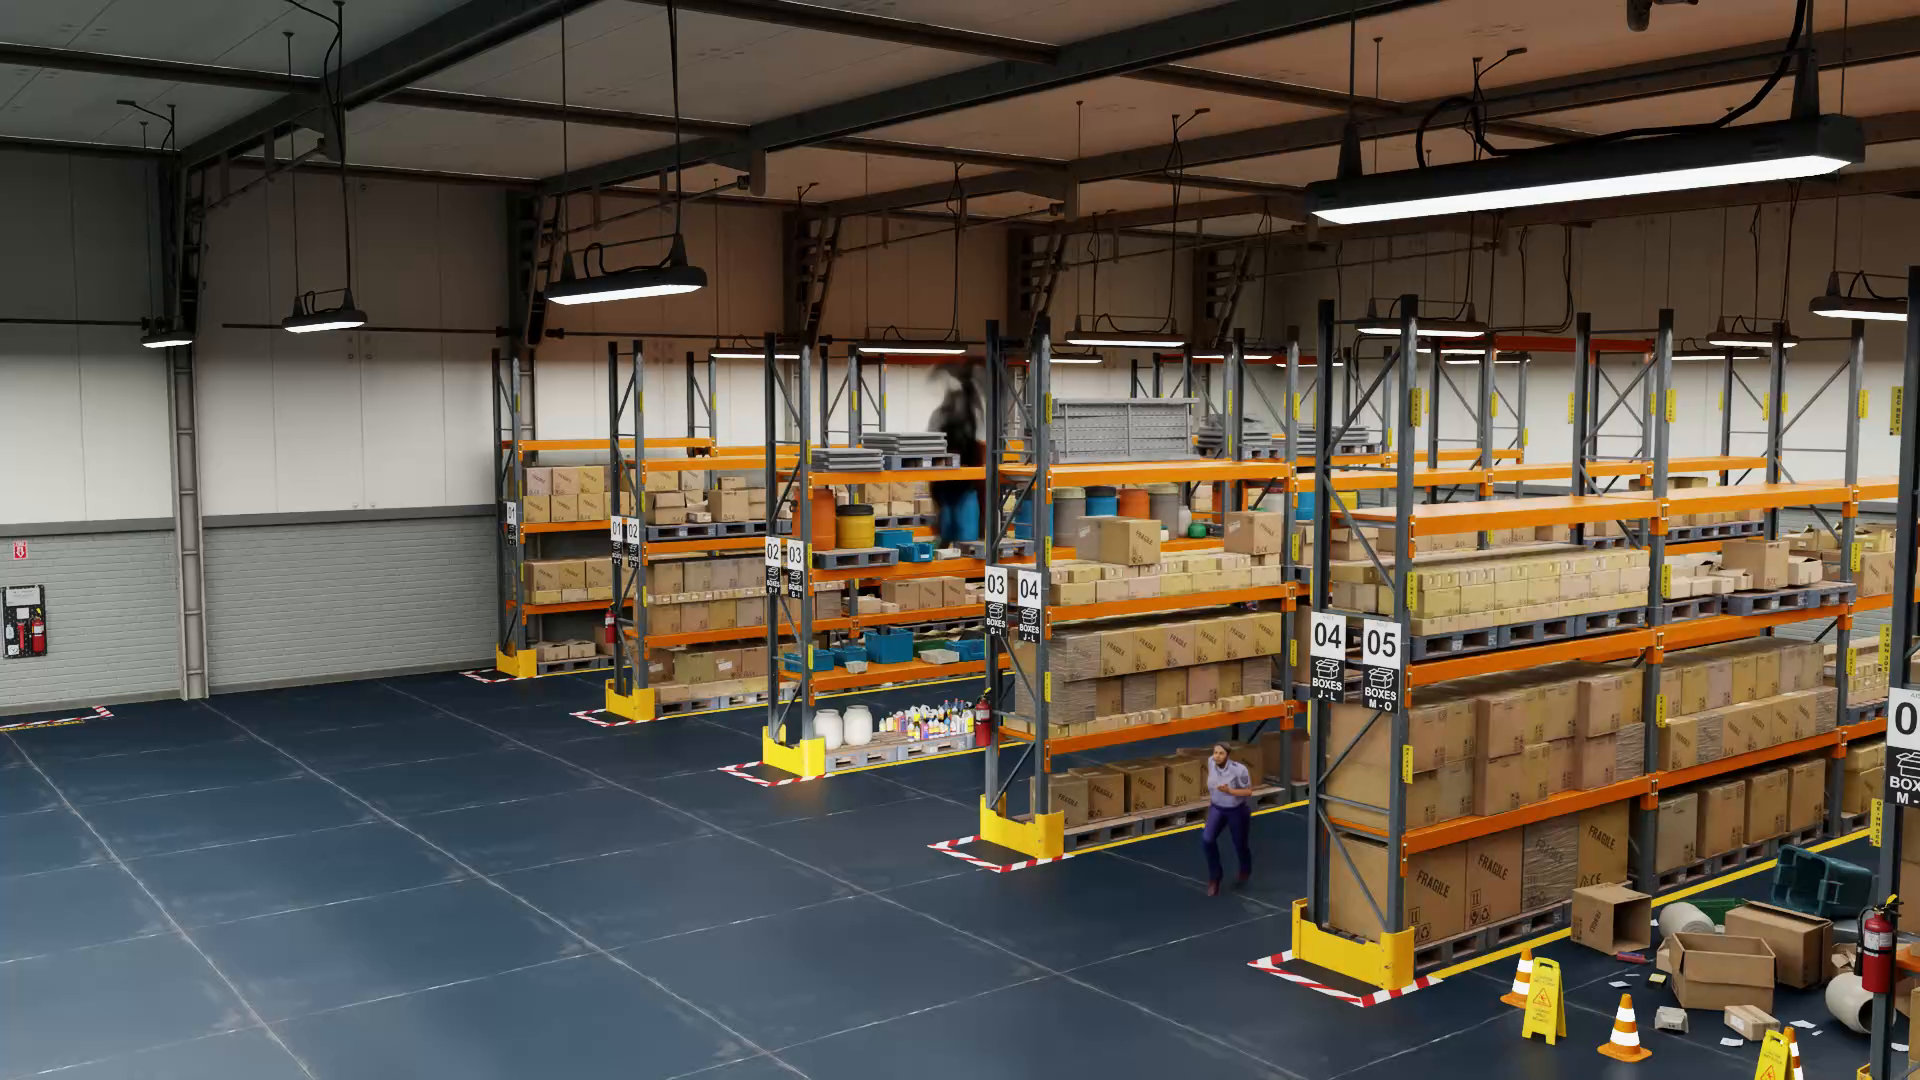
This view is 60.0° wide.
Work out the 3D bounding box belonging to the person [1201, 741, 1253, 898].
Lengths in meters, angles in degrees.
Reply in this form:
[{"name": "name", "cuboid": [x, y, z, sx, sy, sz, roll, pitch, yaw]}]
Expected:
[{"name": "person", "cuboid": [2.801, 2.859, 17.231, 0.597, 1.641, 0.892, 3, 6, 30]}]
